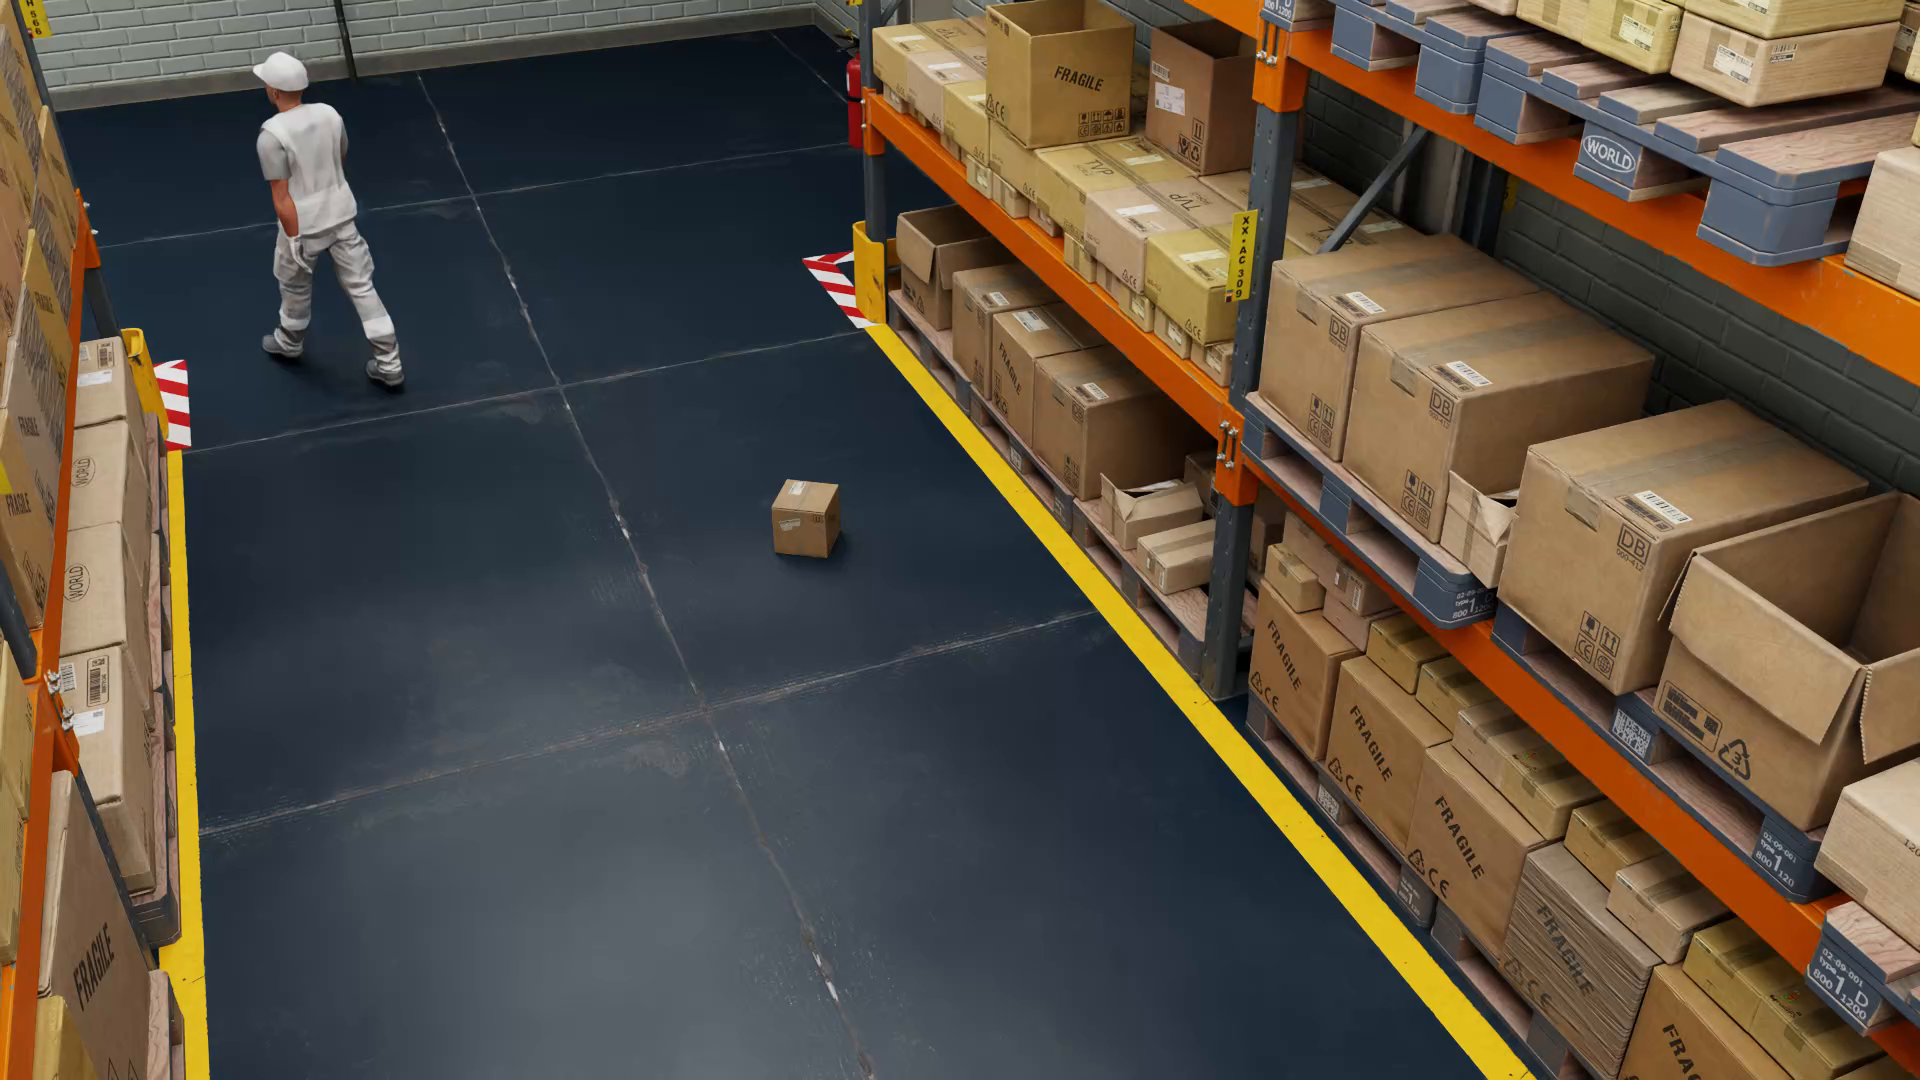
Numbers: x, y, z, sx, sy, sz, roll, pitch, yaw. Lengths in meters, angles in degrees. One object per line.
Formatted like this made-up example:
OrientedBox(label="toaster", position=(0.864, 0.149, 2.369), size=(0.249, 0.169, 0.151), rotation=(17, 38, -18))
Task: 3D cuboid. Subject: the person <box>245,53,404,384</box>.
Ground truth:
OrientedBox(label="person", position=(-3.460, -1.708, 8.703), size=(1.070, 1.719, 0.524), rotation=(25, 41, 33))
